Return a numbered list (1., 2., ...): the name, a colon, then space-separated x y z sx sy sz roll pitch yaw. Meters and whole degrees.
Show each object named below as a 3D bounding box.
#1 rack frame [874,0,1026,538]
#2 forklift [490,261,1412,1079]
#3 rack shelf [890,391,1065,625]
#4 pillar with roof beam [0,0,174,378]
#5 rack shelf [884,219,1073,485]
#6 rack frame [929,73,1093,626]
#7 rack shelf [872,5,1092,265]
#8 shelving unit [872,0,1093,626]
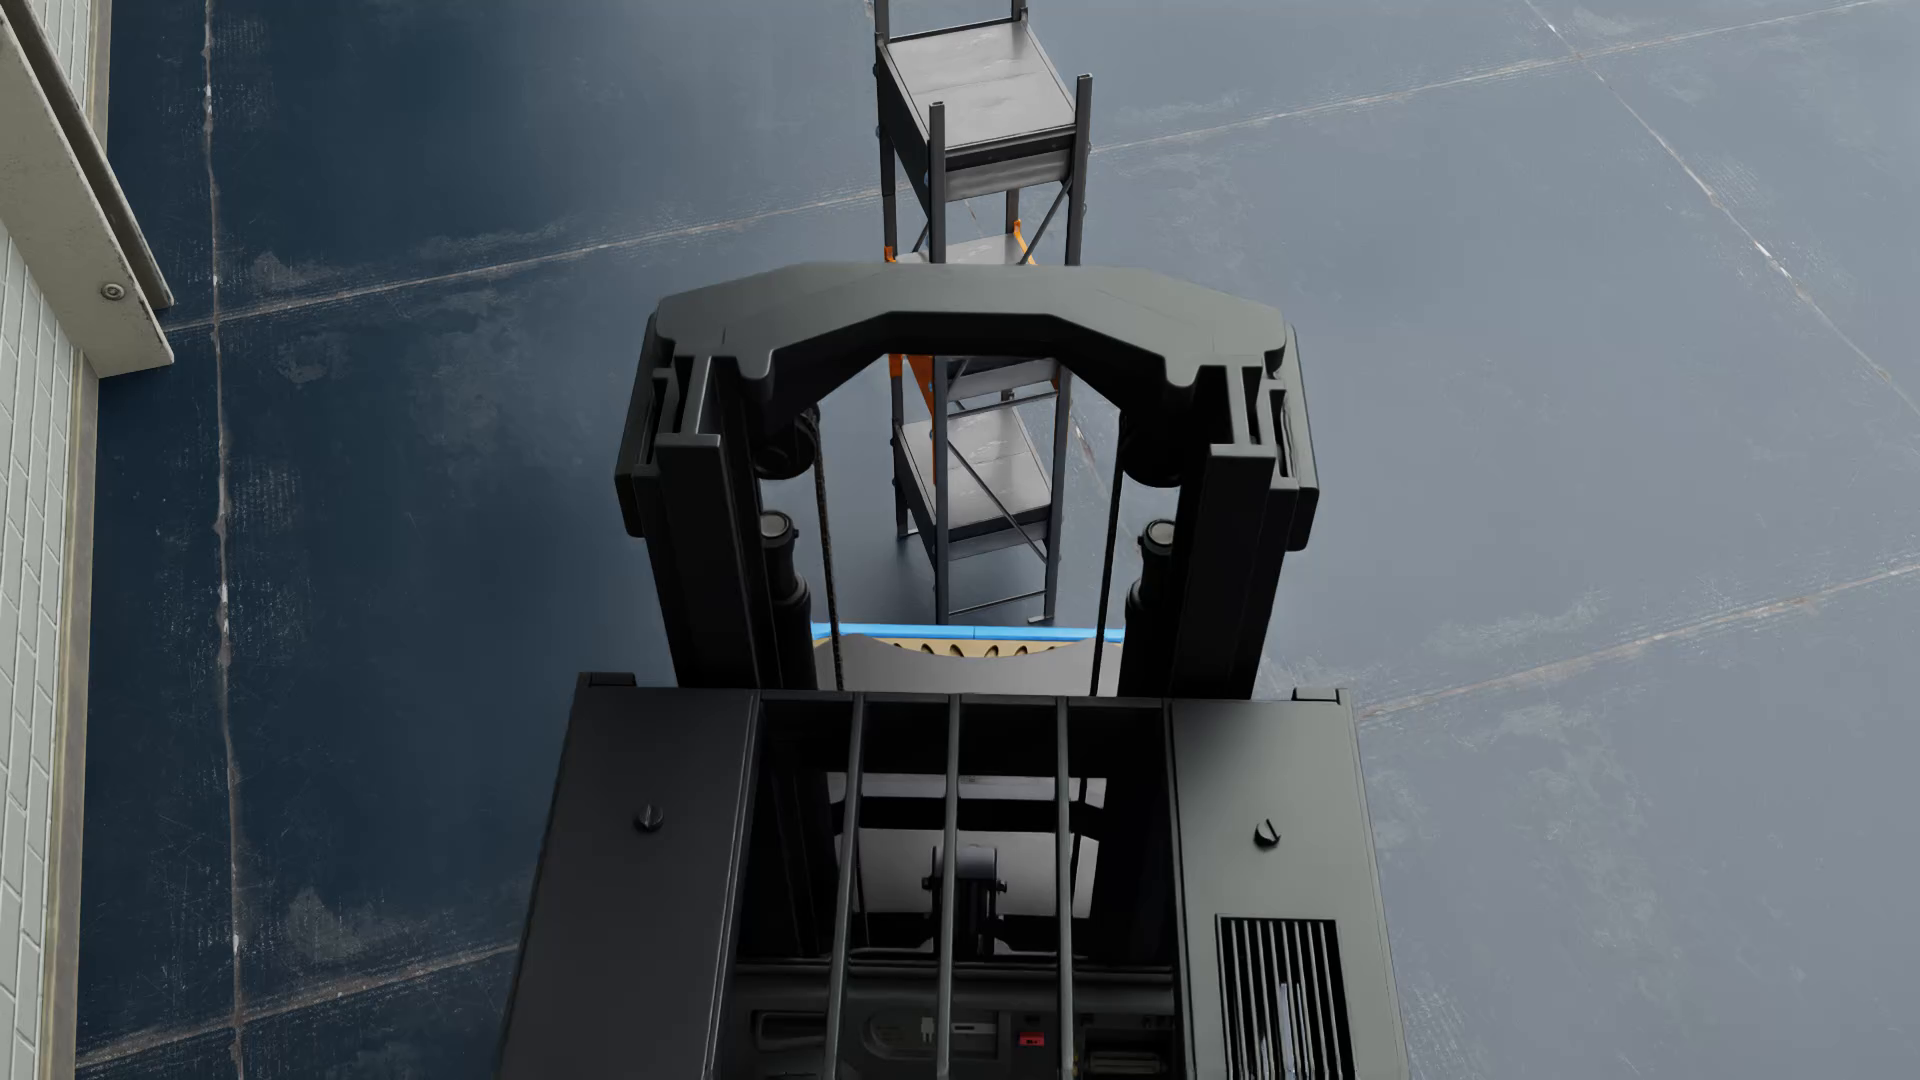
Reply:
1. rack frame: -0.023 -0.734 4.996 0.400 2.100 0.015 -13 51 -11
2. forklift: -0.004 1.092 2.912 1.130 2.935 3.031 1 50 1
3. rack shelf: 0.049 -0.096 5.391 0.431 0.518 0.480 -13 51 -11
4. pillar with roof beam: 0.920 -4.654 3.788 9.100 9.000 0.400 -13 51 -11
5. rack shelf: 0.049 -0.547 4.856 0.431 0.518 0.480 -13 51 -11
6. rack frame: 0.121 -0.378 4.695 0.400 2.100 0.015 -13 51 -11
7. rack shelf: 0.049 -0.998 4.321 0.431 0.518 0.480 -13 51 -11
8. shelving unit: 0.049 -0.556 4.845 0.431 2.100 0.503 -13 51 -11
